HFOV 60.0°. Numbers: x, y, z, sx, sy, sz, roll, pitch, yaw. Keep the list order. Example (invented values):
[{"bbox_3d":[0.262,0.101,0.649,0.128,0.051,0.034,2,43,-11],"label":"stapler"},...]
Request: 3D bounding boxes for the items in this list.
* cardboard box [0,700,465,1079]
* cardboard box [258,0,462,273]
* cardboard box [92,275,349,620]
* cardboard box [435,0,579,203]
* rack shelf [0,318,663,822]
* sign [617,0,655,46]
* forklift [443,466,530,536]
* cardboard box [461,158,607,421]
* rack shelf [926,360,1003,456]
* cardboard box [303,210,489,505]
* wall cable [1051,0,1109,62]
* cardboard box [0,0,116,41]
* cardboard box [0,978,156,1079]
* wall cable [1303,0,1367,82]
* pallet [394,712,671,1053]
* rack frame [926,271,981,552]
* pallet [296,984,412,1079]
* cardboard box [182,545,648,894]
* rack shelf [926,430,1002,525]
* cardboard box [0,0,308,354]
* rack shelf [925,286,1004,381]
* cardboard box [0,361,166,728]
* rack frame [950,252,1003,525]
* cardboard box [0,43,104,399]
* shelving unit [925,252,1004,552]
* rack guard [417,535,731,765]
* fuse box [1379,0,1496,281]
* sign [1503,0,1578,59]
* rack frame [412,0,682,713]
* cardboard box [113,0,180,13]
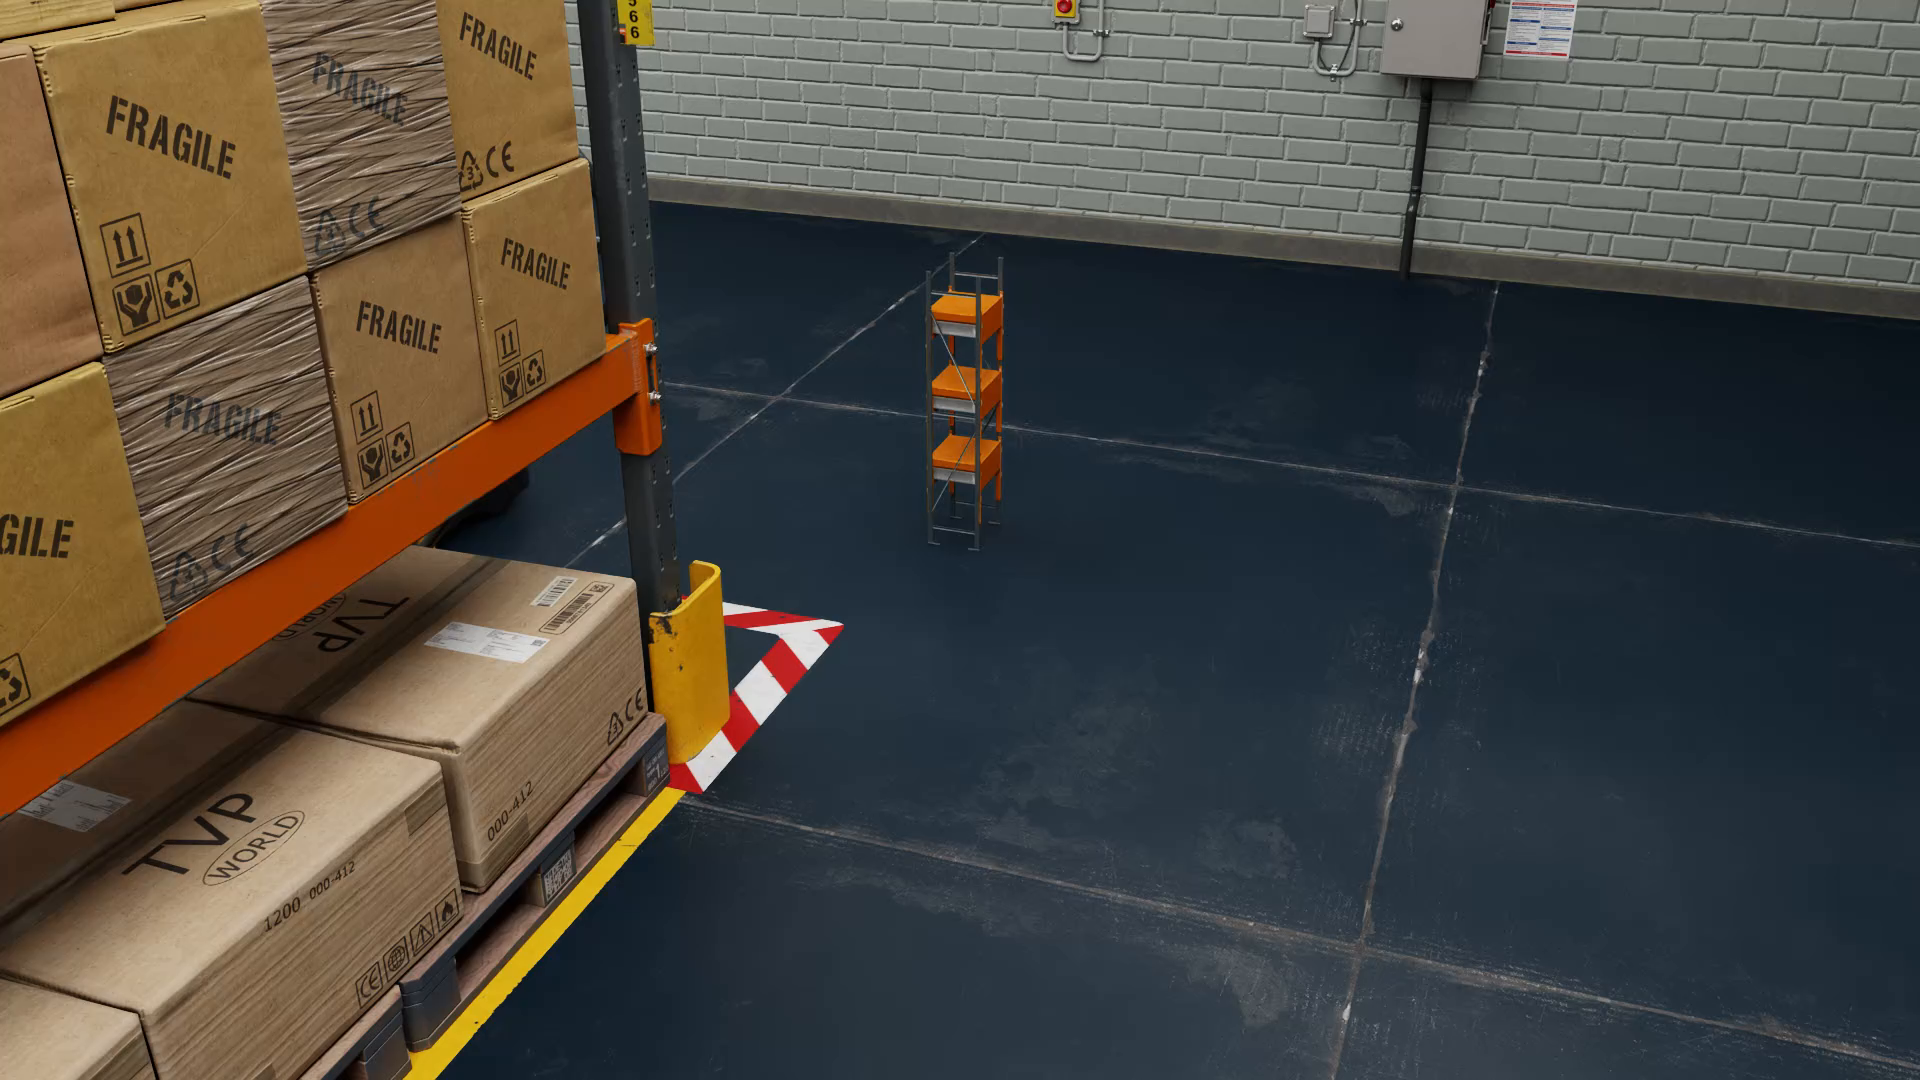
[{"bbox_3d":[-1.728,0.800,3.613,0.875,0.438,0.875,9,27,19],"label":"cardboard box"},{"bbox_3d":[-1.388,-0.870,3.343,0.500,0.500,0.500,9,27,18],"label":"cardboard box"},{"bbox_3d":[-1.560,-0.218,3.144,0.500,0.500,0.500,10,27,19],"label":"cardboard box"},{"bbox_3d":[-1.242,-1.089,3.795,0.500,0.500,0.500,10,27,19],"label":"cardboard box"},{"bbox_3d":[-1.972,0.319,2.975,1.077,0.370,4.000,9,27,17],"label":"rack shelf"},{"bbox_3d":[-0.799,-1.370,4.037,0.100,0.325,0.005,9,27,17],"label":"sign"},{"bbox_3d":[-2.864,-1.030,5.014,1.130,2.935,3.031,14,29,27],"label":"forklift"},{"bbox_3d":[-1.217,-0.635,4.005,0.500,0.500,0.500,9,27,18],"label":"cardboard box"},{"bbox_3d":[0.018,-0.485,6.071,0.215,0.259,0.240,9,27,17],"label":"rack shelf"},{"bbox_3d":[-1.398,-0.431,3.583,0.500,0.500,0.500,8,27,16],"label":"cardboard box"},{"bbox_3d":[0.548,-3.619,9.080,0.585,1.953,0.123,9,27,17],"label":"wall cable"},{"bbox_3d":[-1.610,-0.905,2.670,0.380,0.149,0.250,9,27,19],"label":"cardboard box"},{"bbox_3d":[-2.030,1.171,2.848,0.875,0.438,0.875,8,27,16],"label":"cardboard box"},{"bbox_3d":[1.890,-3.404,8.672,0.588,1.984,0.122,9,27,17],"label":"wall cable"},{"bbox_3d":[-1.498,0.768,4.421,1.003,0.211,1.213,9,27,17],"label":"pallet"},{"bbox_3d":[-0.023,-0.444,5.963,0.200,1.050,0.008,9,27,17],"label":"rack frame"},{"bbox_3d":[-1.906,1.268,3.389,1.003,0.211,1.213,9,27,17],"label":"pallet"},{"bbox_3d":[-1.431,0.423,4.392,0.875,0.438,0.875,8,27,16],"label":"cardboard box"},{"bbox_3d":[0.018,-0.235,6.192,0.215,0.259,0.240,9,27,17],"label":"rack shelf"},{"bbox_3d":[-1.556,-0.667,2.924,0.500,0.500,0.500,9,27,17],"label":"cardboard box"},{"bbox_3d":[0.018,-0.740,5.948,0.215,0.259,0.240,9,27,17],"label":"rack shelf"},{"bbox_3d":[-1.720,-0.004,2.702,0.500,0.500,0.500,10,27,19],"label":"cardboard box"},{"bbox_3d":[0.058,-0.545,6.170,0.200,1.050,0.008,9,27,17],"label":"rack frame"},{"bbox_3d":[-1.725,-0.461,2.498,0.500,0.500,0.500,9,27,17],"label":"cardboard box"},{"bbox_3d":[0.018,-0.495,6.067,0.215,1.050,0.252,9,27,17],"label":"shelving unit"},{"bbox_3d":[-1.298,0.288,5.081,1.175,0.500,0.348,9,27,17],"label":"rack guard"},{"bbox_3d":[2.481,-2.203,8.836,0.539,1.711,0.414,9,27,17],"label":"fuse box"},{"bbox_3d":[3.015,-2.753,8.604,0.329,0.494,0.001,9,27,17],"label":"sign"},{"bbox_3d":[-1.306,-0.827,4.515,1.000,3.000,0.127,9,27,17],"label":"rack frame"},{"bbox_3d":[-1.581,-1.016,2.901,0.380,0.149,0.250,8,27,17],"label":"cardboard box"}]
